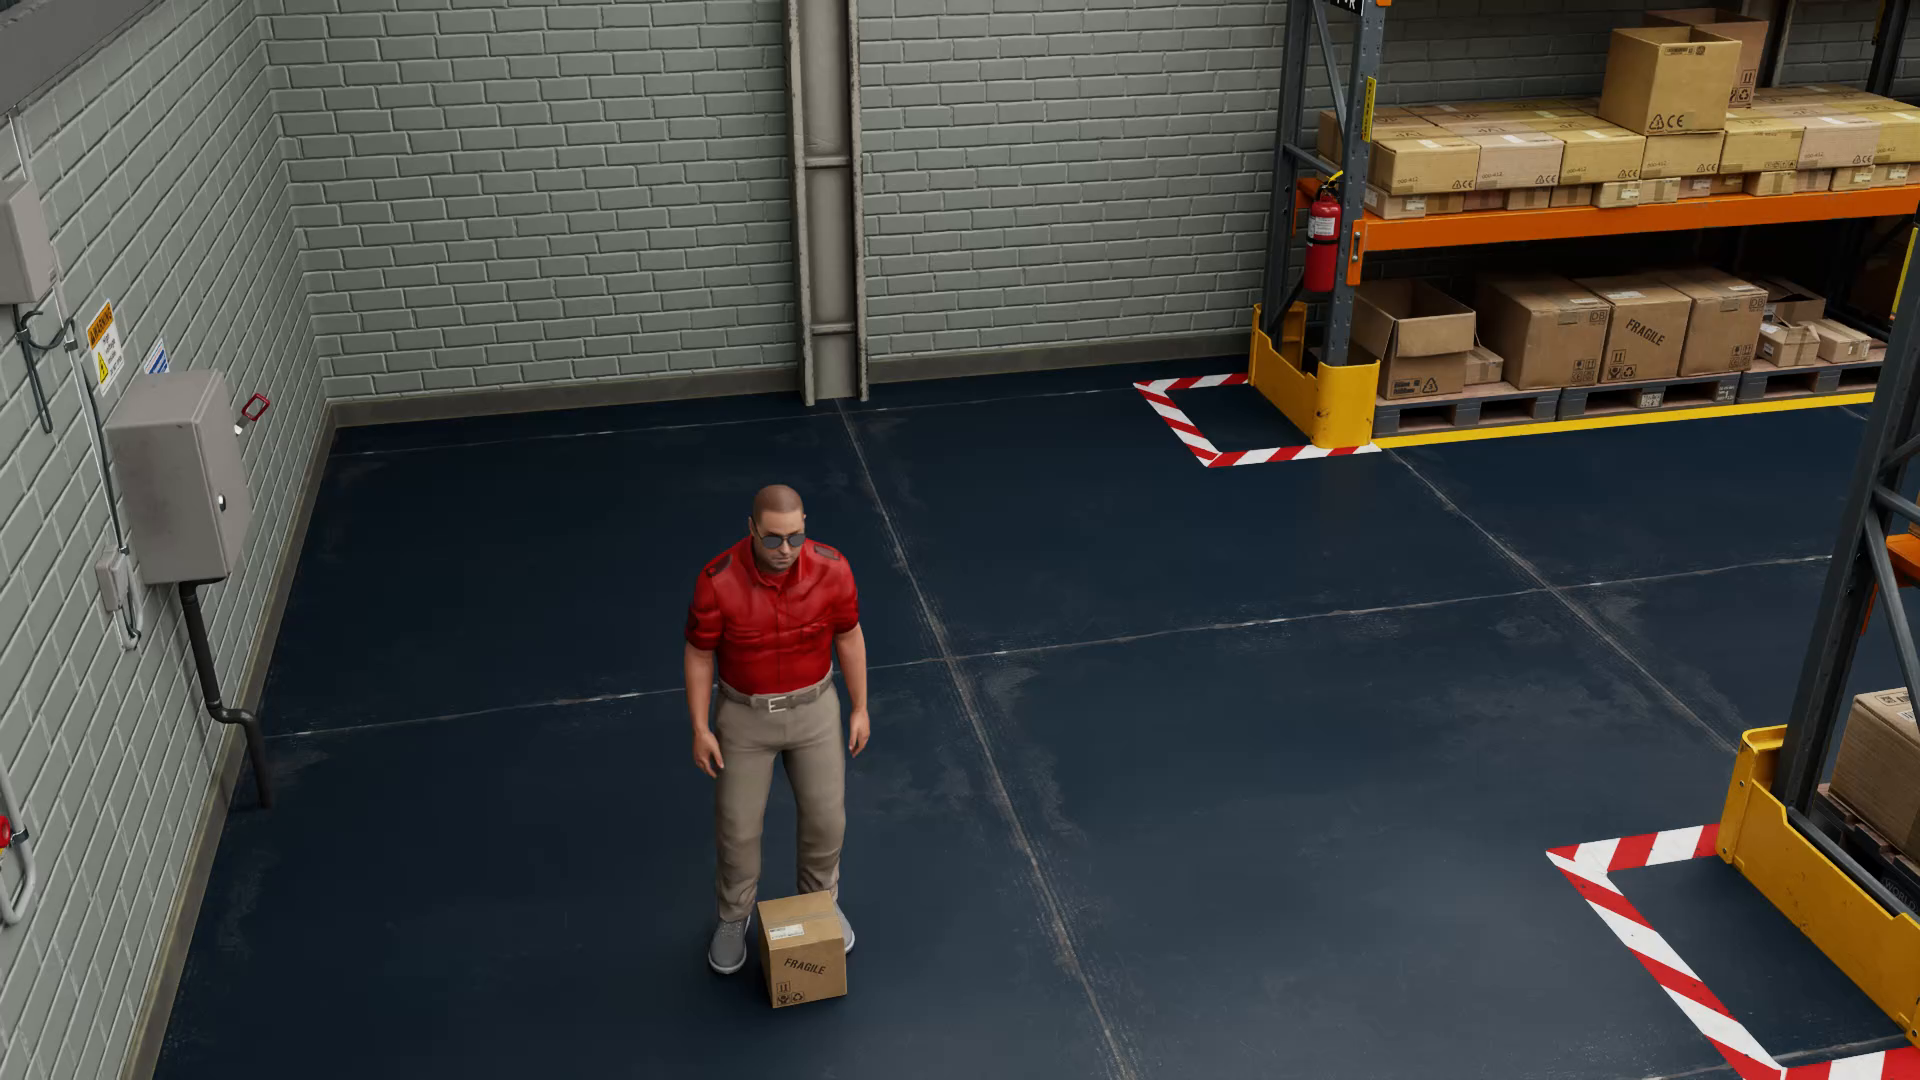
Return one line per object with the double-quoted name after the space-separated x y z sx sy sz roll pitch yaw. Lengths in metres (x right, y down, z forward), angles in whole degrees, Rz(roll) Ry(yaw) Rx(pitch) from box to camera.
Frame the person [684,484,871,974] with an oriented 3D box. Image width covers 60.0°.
-0.591 0.595 5.439 0.603 1.728 0.388 -7 27 -14 "person"
